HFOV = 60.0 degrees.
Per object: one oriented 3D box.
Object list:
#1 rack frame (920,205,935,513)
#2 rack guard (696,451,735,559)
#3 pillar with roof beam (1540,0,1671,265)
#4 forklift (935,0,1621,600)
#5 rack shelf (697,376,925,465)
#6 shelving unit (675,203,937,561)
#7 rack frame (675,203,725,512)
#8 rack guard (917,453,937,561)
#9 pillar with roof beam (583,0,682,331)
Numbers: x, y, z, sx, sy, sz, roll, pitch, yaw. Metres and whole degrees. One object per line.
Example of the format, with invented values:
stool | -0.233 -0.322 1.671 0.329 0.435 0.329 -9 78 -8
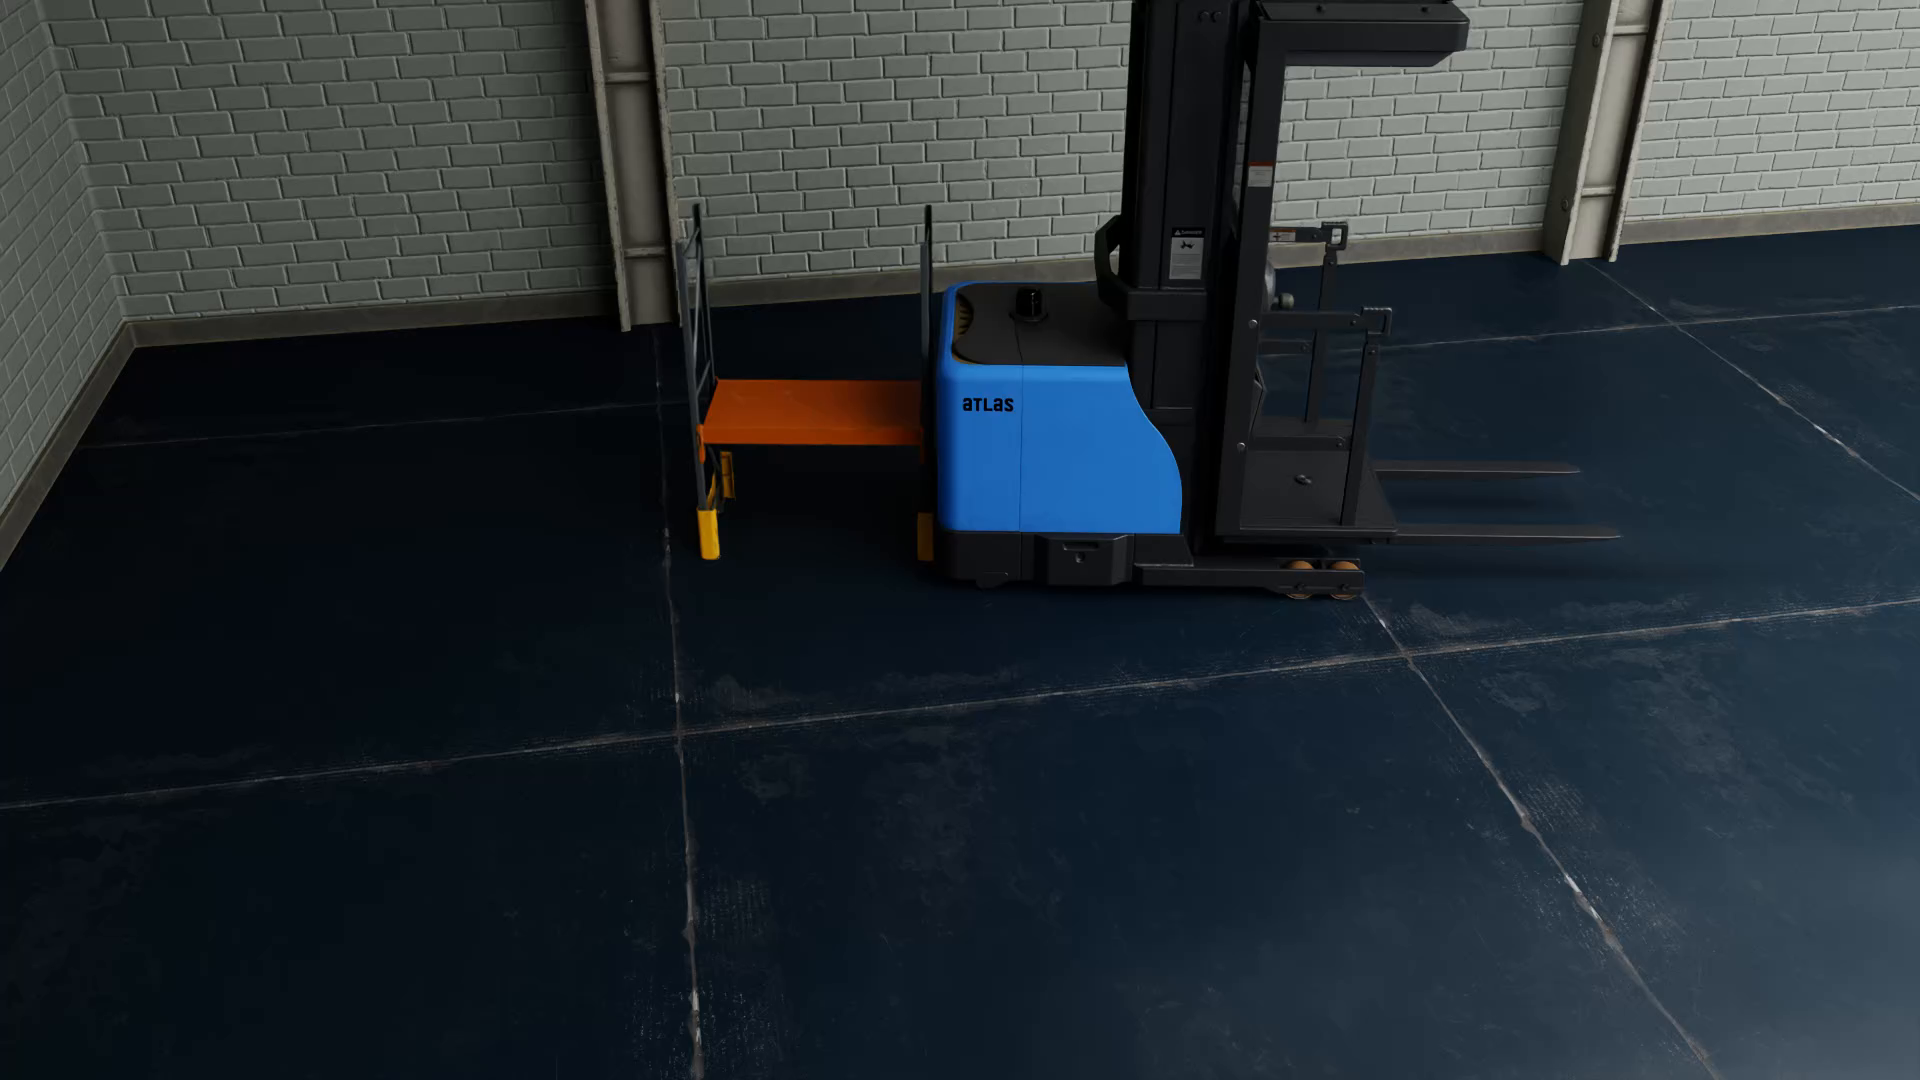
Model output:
rack frame | -0.144 -0.698 7.458 0.032 1.500 0.500 1 30 1
rack guard | -1.141 -0.169 7.791 0.087 0.250 0.587 1 30 1
pillar with roof beam | 4.835 -3.610 5.012 0.400 9.000 9.100 -5 31 -9
forklift | 1.414 -1.275 7.026 3.031 2.935 1.130 1 30 1
rack shelf | -0.652 -0.548 7.557 1.000 0.185 0.538 1 30 1
shelving unit | -0.643 -0.703 7.466 1.083 1.500 0.587 1 30 1
rack frame | -1.160 -0.708 7.475 0.032 1.500 0.500 1 30 1
rack guard | -0.145 -0.159 7.774 0.087 0.250 0.587 1 30 1
pillar with roof beam | -1.067 -3.063 4.080 0.400 9.000 9.100 -5 31 -9
